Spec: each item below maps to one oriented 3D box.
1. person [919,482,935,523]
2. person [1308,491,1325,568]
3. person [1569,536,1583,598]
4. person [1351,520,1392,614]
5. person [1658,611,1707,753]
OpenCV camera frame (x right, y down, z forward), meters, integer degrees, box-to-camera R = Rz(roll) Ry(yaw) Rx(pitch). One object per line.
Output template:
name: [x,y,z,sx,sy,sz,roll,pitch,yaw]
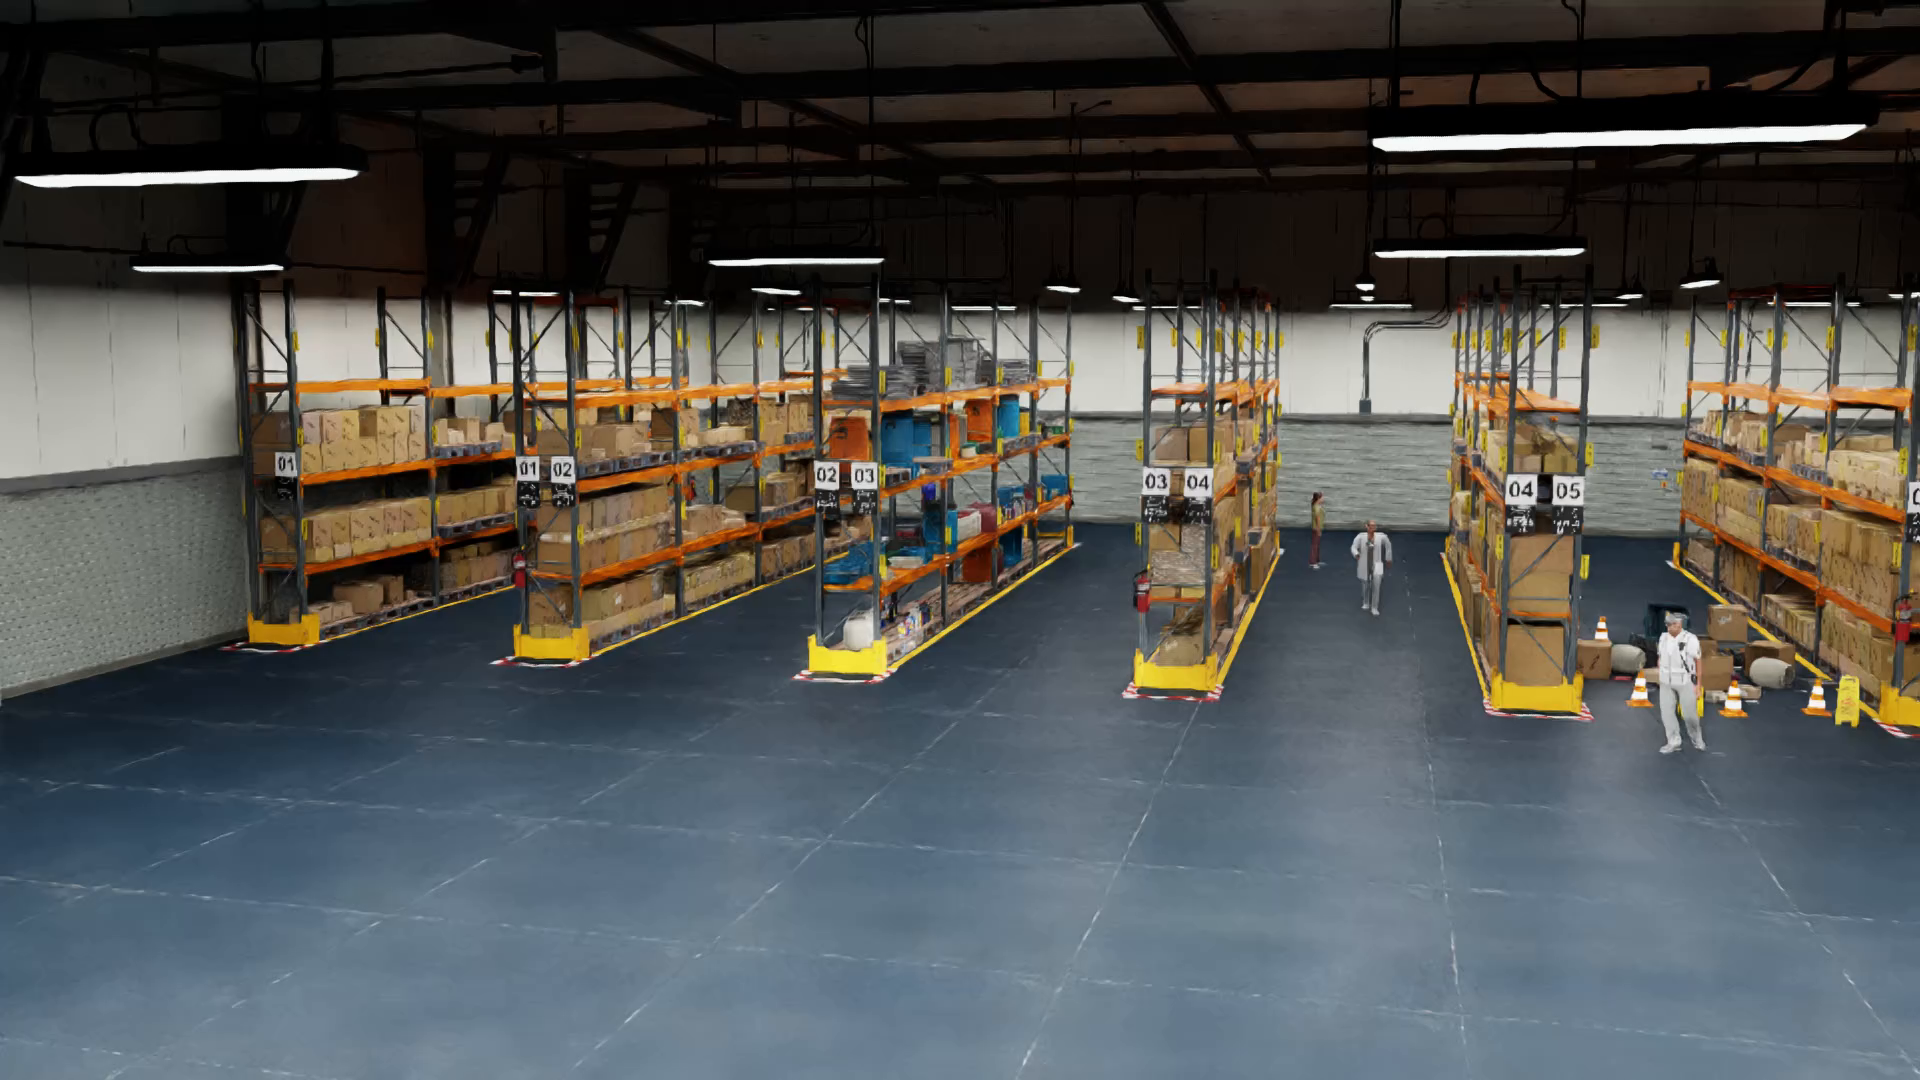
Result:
person: [-0.777,-0.944,42.687,0.683,1.650,0.523,-6,9,-43]
person: [7.886,-0.242,36.668,0.385,1.678,0.590,1,7,6]
person: [11.940,0.321,32.373,0.399,1.602,0.469,-2,7,-18]
person: [7.593,0.467,30.740,0.736,1.715,0.904,2,7,19]
person: [8.803,1.721,20.262,0.579,1.741,0.598,-6,9,-39]
